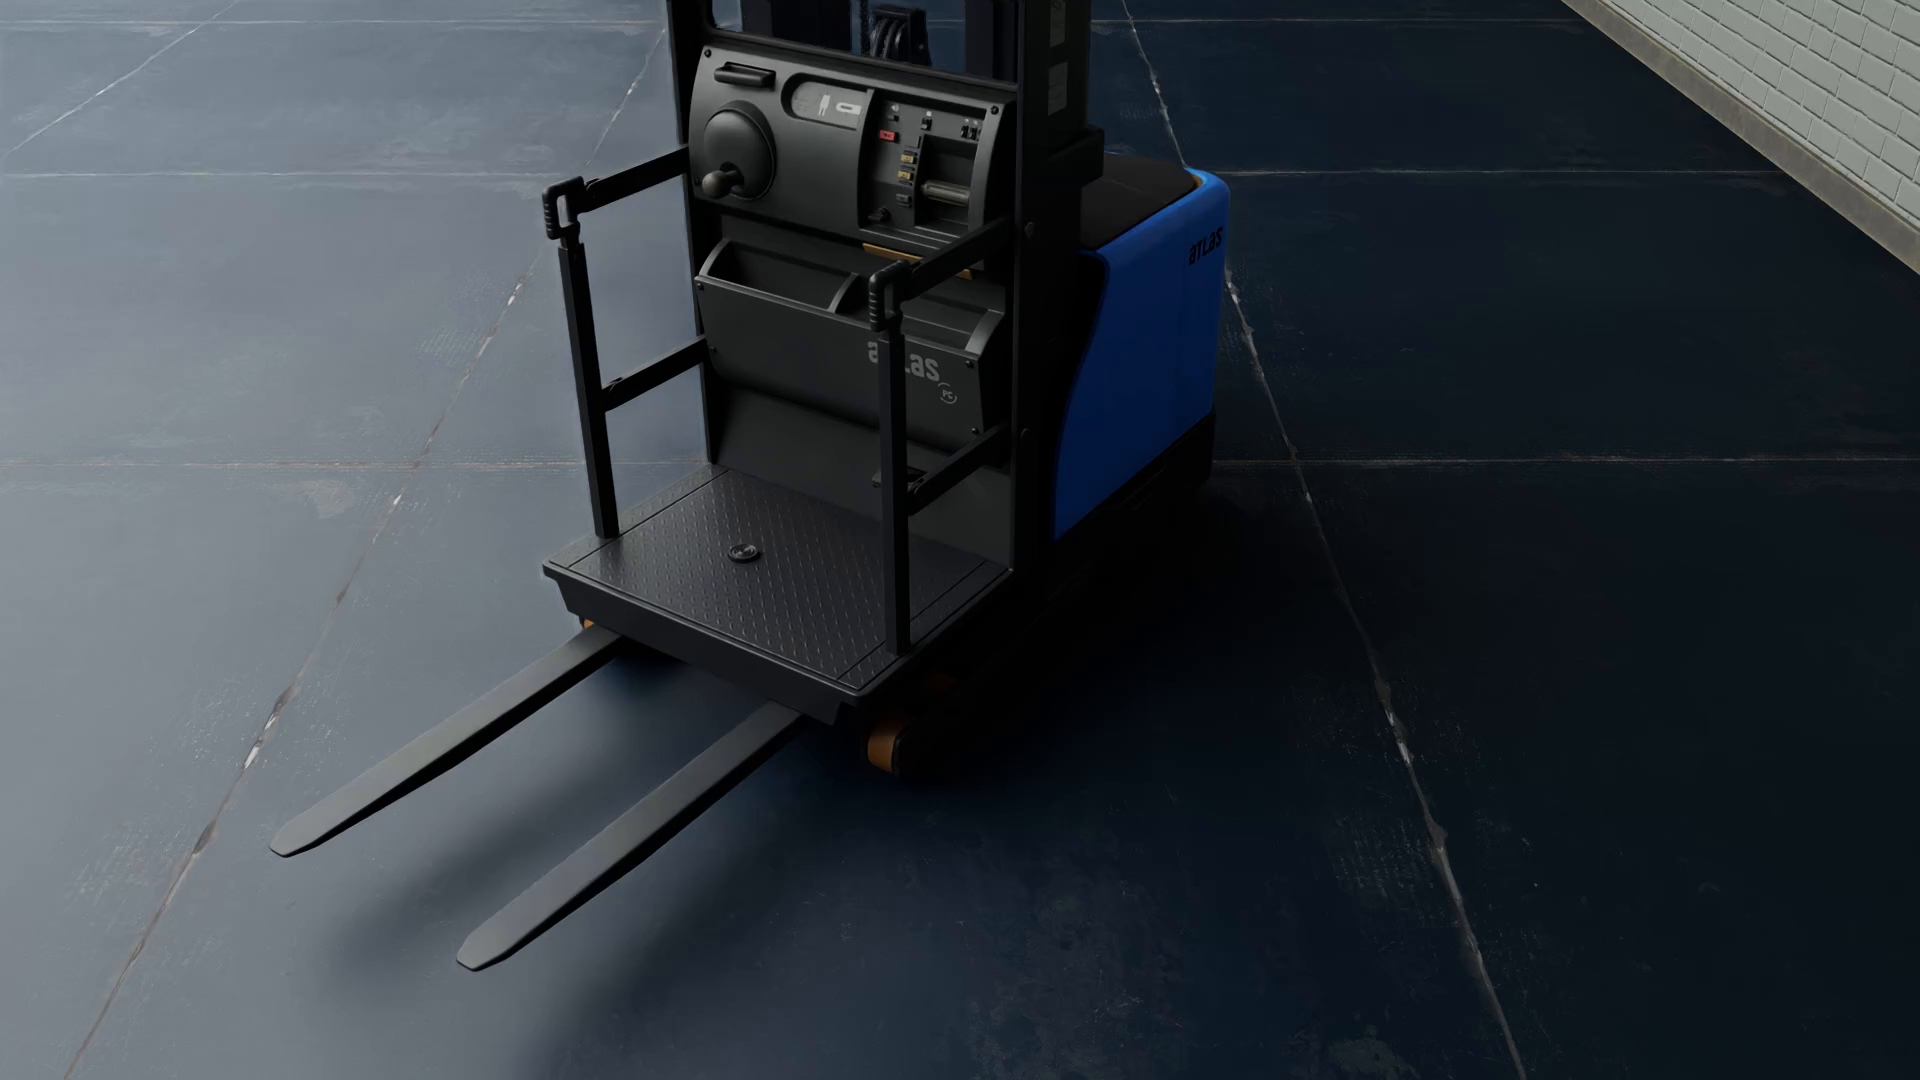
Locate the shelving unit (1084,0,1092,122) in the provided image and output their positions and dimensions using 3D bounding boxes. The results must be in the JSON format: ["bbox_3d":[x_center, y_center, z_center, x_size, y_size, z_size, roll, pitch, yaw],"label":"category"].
[{"bbox_3d":[-0.119,-1.222,5.819,1.048,1.500,0.538,-2,31,-3],"label":"shelving unit"}]

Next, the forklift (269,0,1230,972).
[{"bbox_3d":[-0.415,-0.934,3.965,1.130,2.935,3.031,19,36,29],"label":"forklift"}]

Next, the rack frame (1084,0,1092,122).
[{"bbox_3d":[0.388,-1.237,5.843,0.032,1.500,0.500,-2,31,-3],"label":"rack frame"}]
